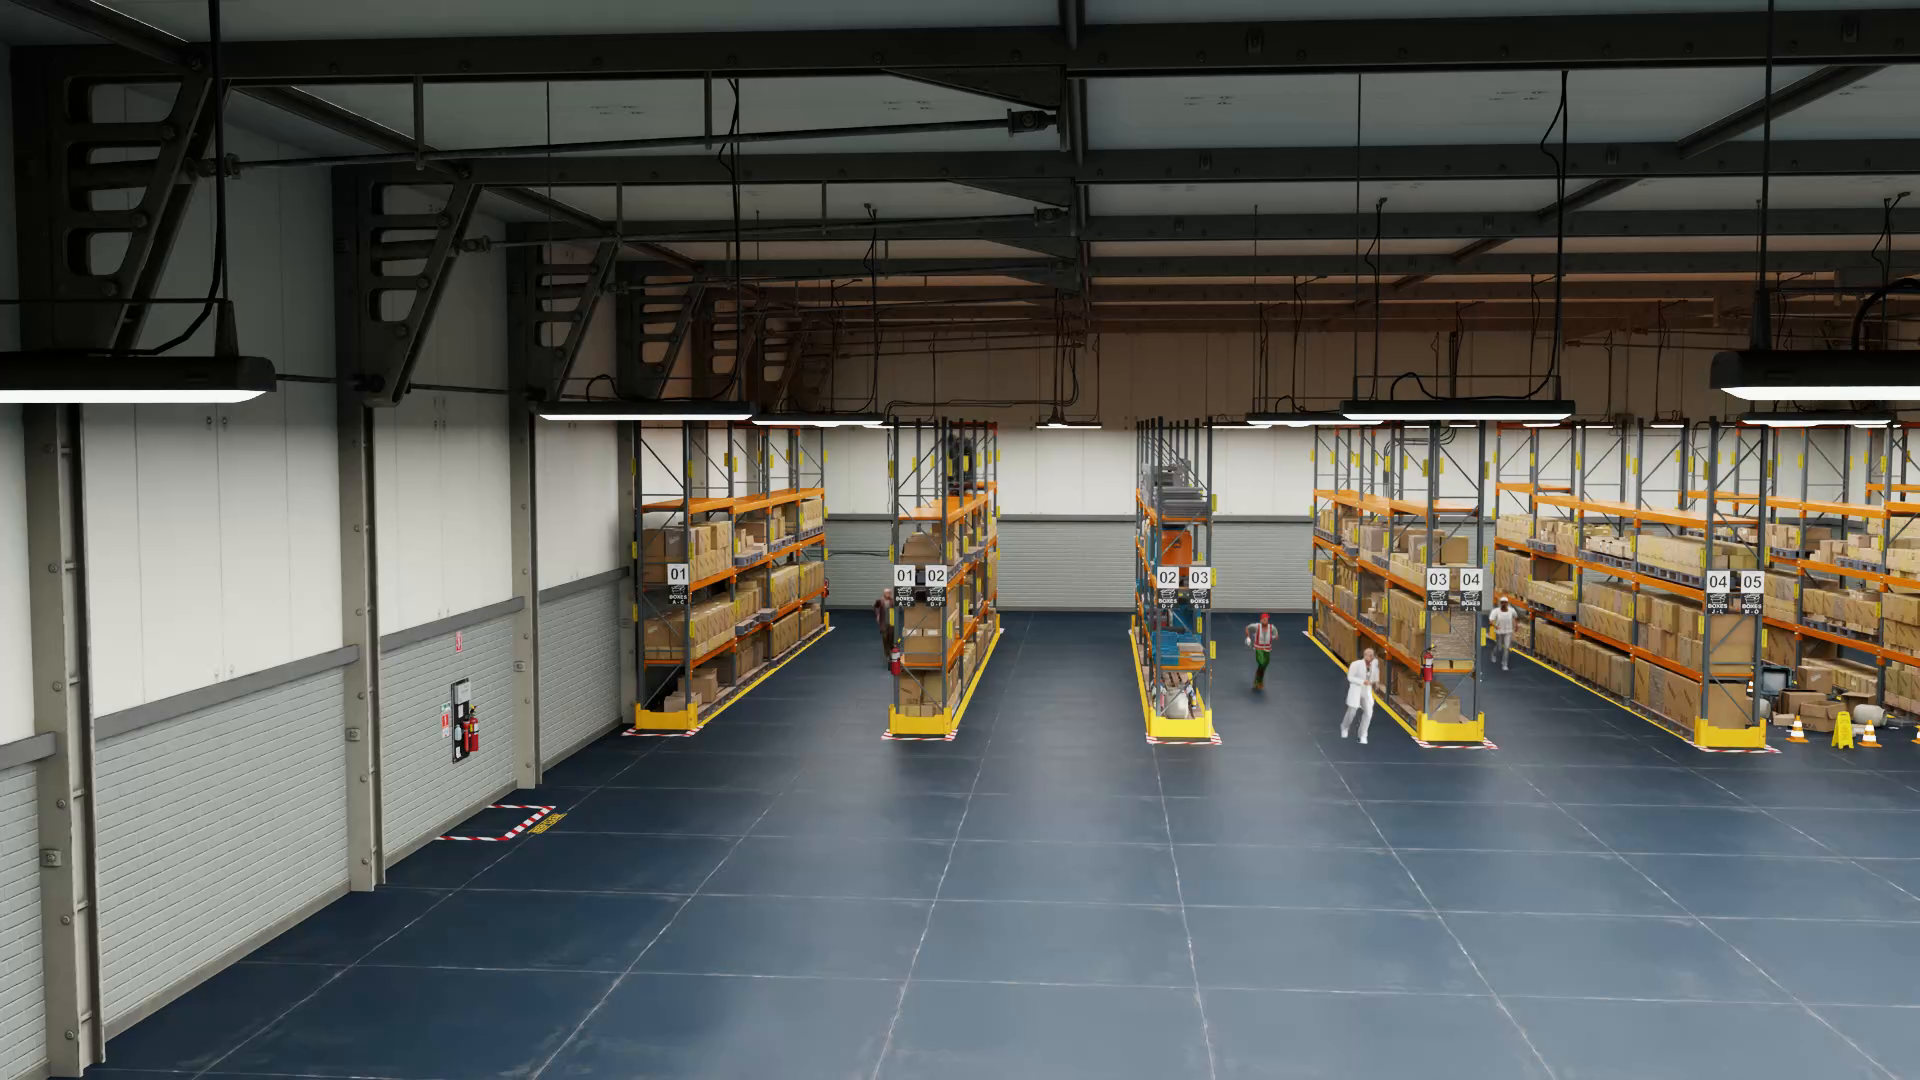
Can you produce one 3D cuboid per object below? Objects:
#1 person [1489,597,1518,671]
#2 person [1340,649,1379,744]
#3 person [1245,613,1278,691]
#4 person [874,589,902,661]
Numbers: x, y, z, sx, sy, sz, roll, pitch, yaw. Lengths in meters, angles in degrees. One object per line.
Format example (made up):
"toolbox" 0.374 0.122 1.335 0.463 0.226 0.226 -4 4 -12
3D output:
"person" 13.108 2.238 40.106 0.709 1.762 0.887 1 4 8
"person" 7.427 2.890 30.734 0.766 1.830 0.932 -1 4 -16
"person" 6.657 2.448 36.646 0.643 1.723 0.923 -1 4 -10
"person" -1.818 2.102 41.726 0.714 1.784 0.962 0 4 2
